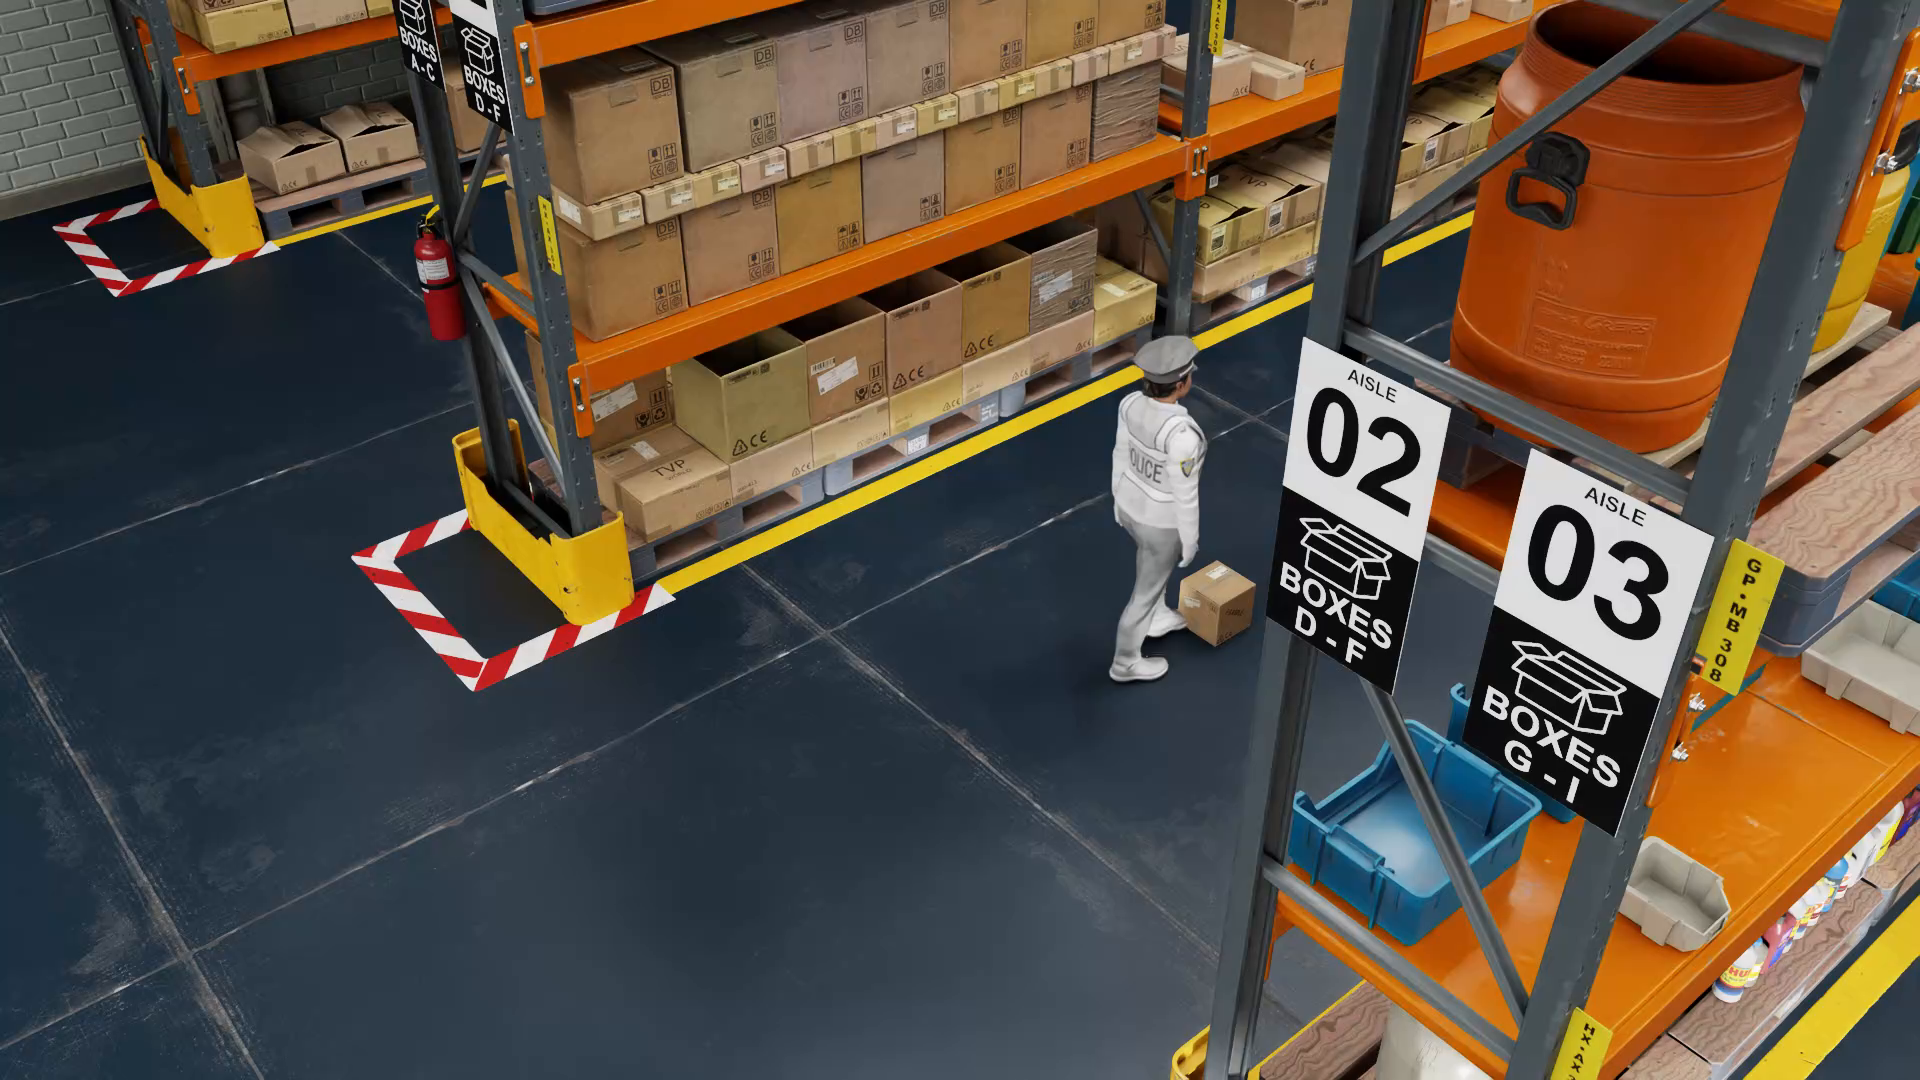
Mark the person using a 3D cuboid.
[{"bbox_3d":[0.933,-0.127,7.223,0.590,1.673,0.504,-17,39,-22],"label":"person"}]
